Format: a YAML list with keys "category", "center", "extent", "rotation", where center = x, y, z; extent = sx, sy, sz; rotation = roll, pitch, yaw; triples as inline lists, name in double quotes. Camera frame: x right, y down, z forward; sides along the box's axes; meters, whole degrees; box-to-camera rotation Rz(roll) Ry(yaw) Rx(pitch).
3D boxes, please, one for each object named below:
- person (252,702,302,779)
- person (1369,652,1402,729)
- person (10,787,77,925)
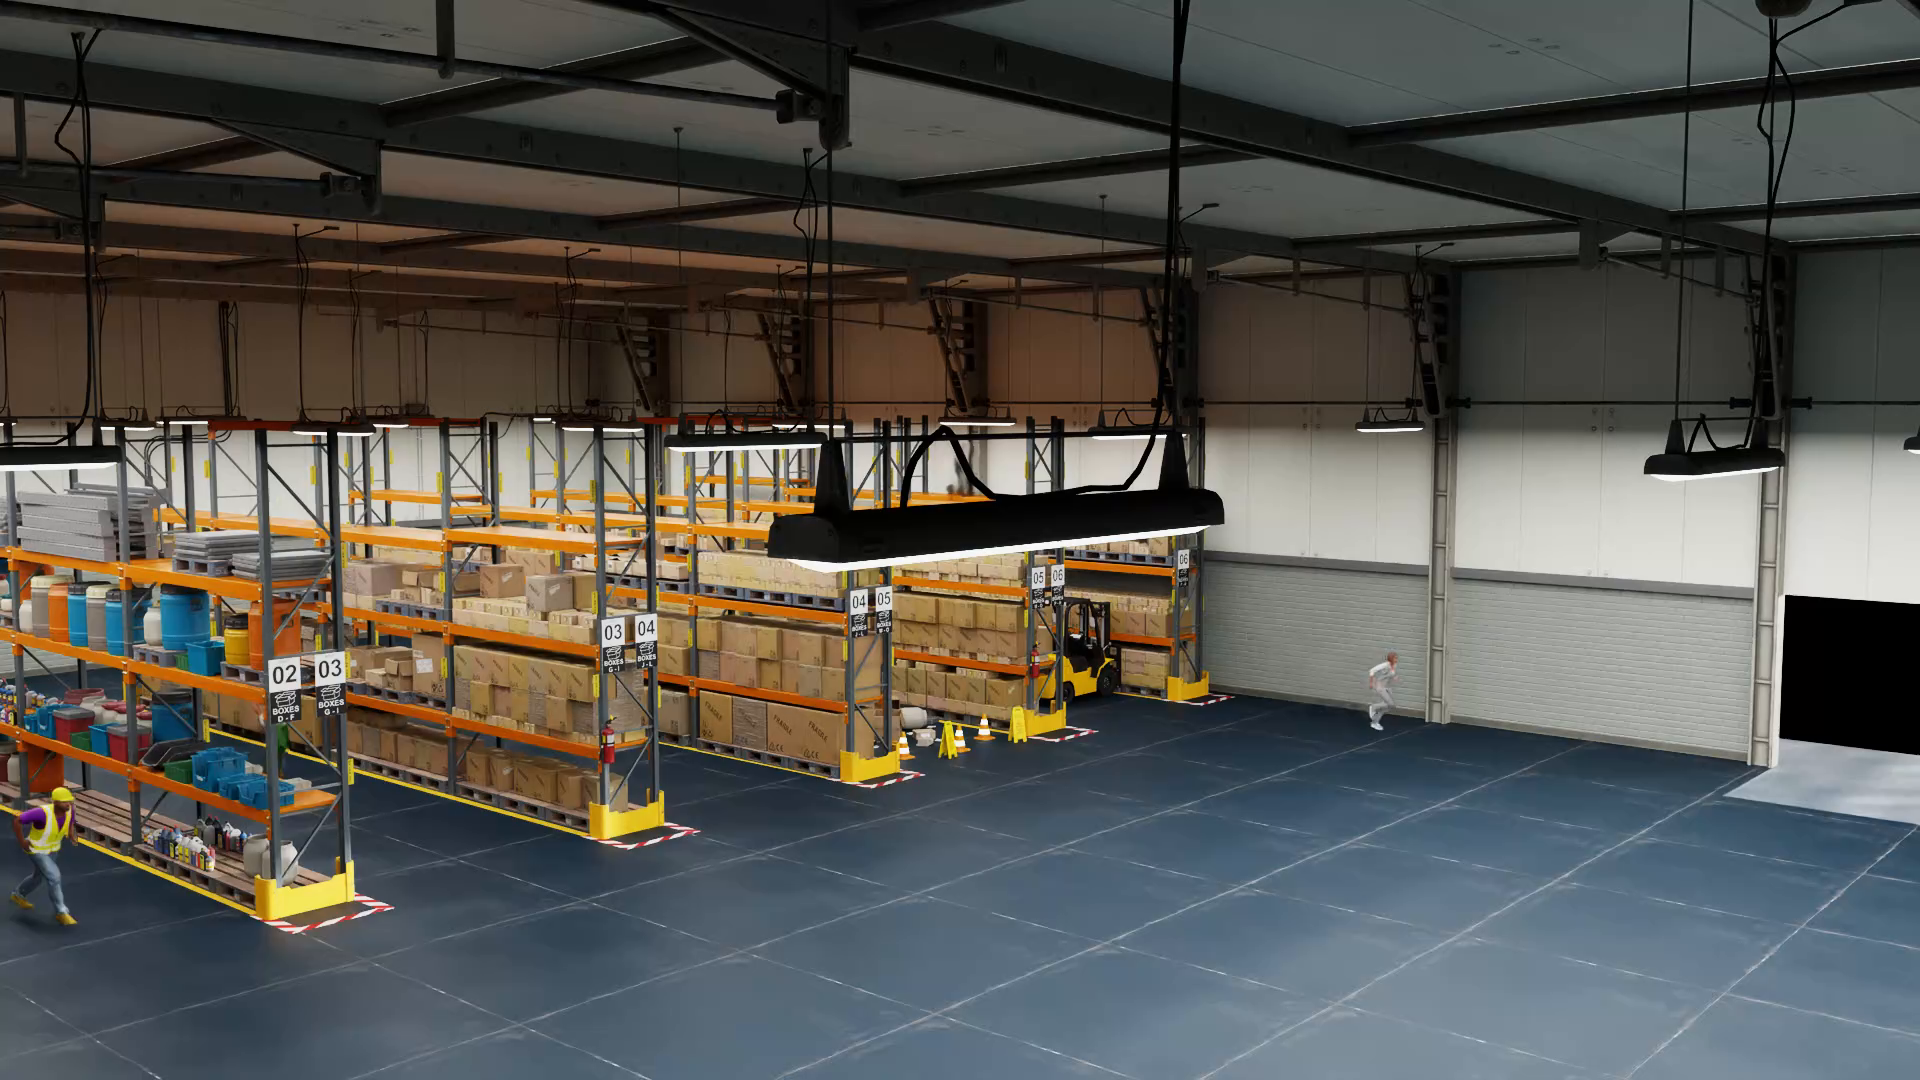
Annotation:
- category: "person"
  center: [-11.467, 3.132, 27.986]
  extent: [0.771, 1.797, 0.656]
  rotation: [3, 6, 34]
- category: "person"
  center: [8.234, 2.913, 32.134]
  extent: [0.652, 1.528, 0.526]
  rotation: [5, 7, 44]
- category: "person"
  center: [-11.196, 3.833, 20.252]
  extent: [1.061, 1.715, 0.746]
  rotation: [2, 5, 21]
